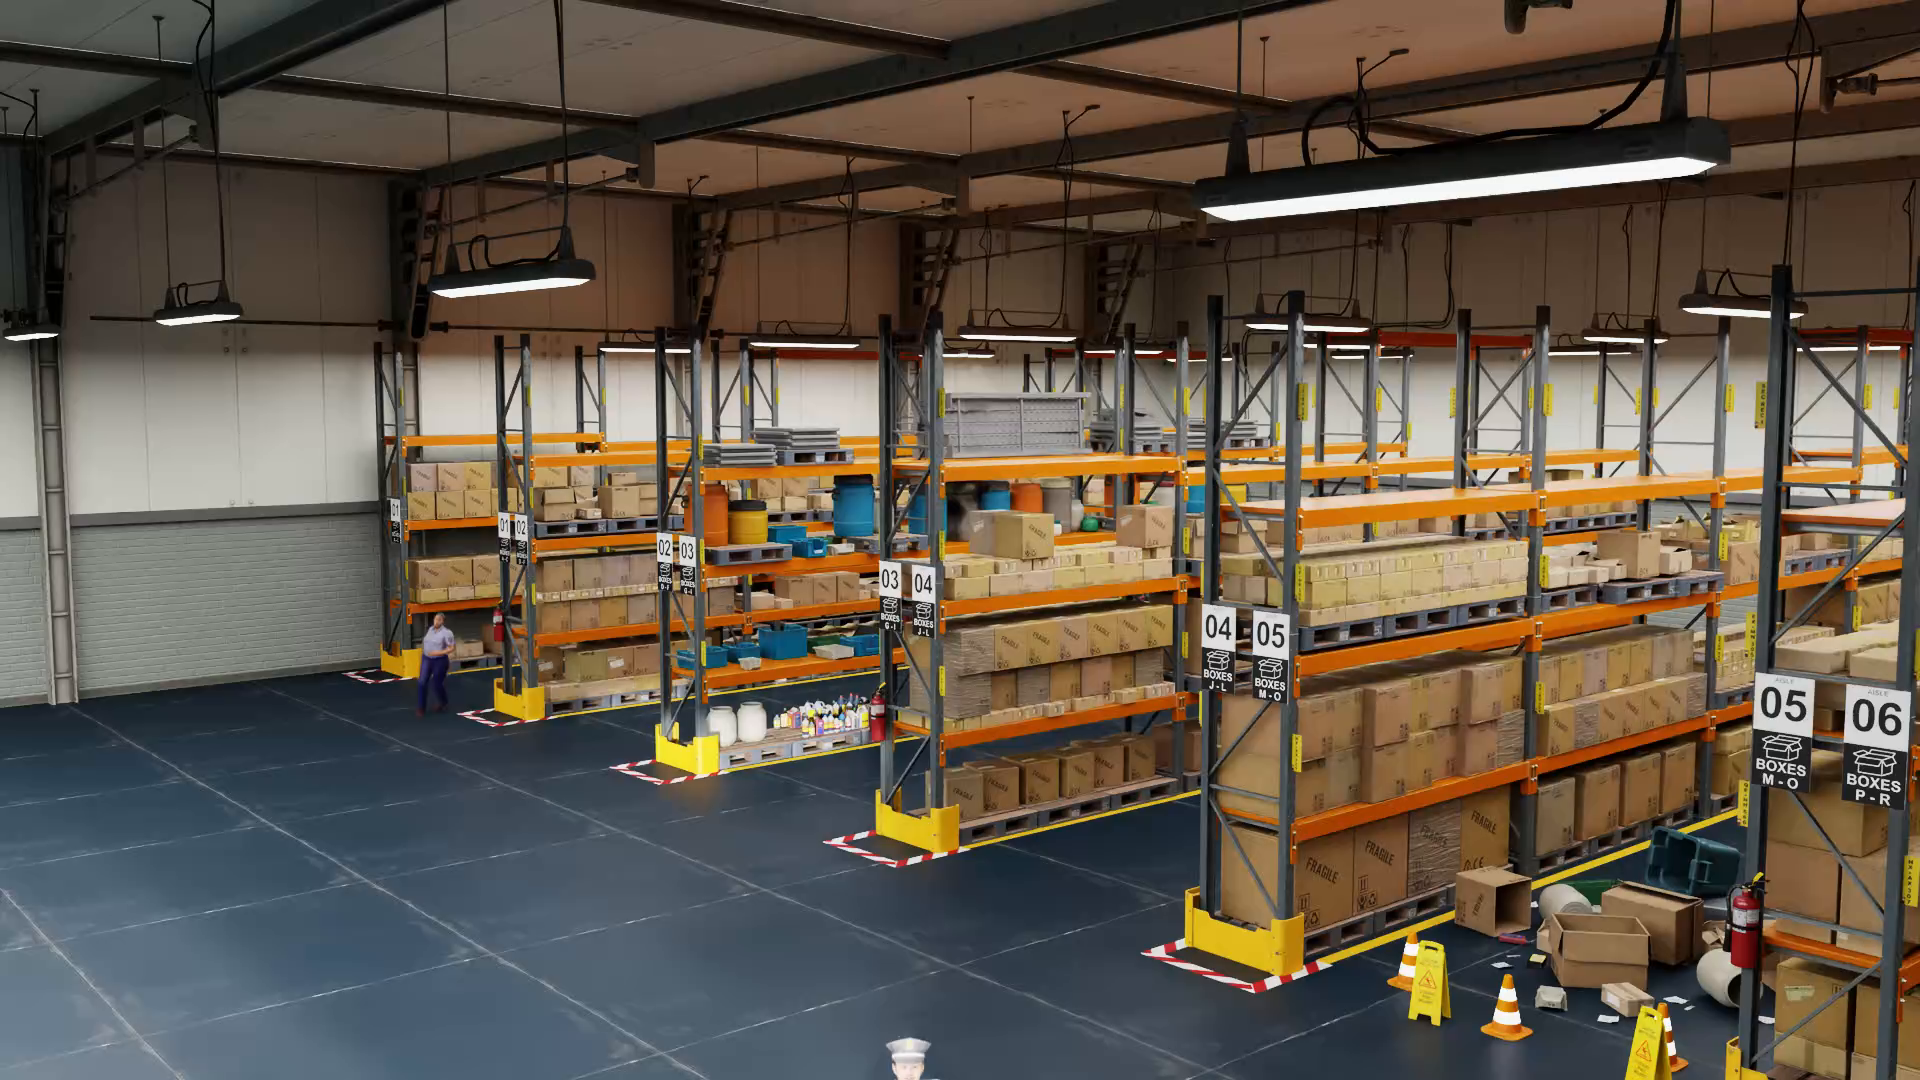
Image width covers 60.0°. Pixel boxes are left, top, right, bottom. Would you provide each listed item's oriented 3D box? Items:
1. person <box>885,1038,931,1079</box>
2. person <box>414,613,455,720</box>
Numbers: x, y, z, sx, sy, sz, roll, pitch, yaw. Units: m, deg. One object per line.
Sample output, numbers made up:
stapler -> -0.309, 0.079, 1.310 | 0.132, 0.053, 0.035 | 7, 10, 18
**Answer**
person -> -0.257, 3.509, 8.993 | 0.635, 1.663, 0.610 | 0, 5, -2
person -> -8.249, 1.969, 26.292 | 0.606, 1.661, 0.784 | 1, 5, 10
